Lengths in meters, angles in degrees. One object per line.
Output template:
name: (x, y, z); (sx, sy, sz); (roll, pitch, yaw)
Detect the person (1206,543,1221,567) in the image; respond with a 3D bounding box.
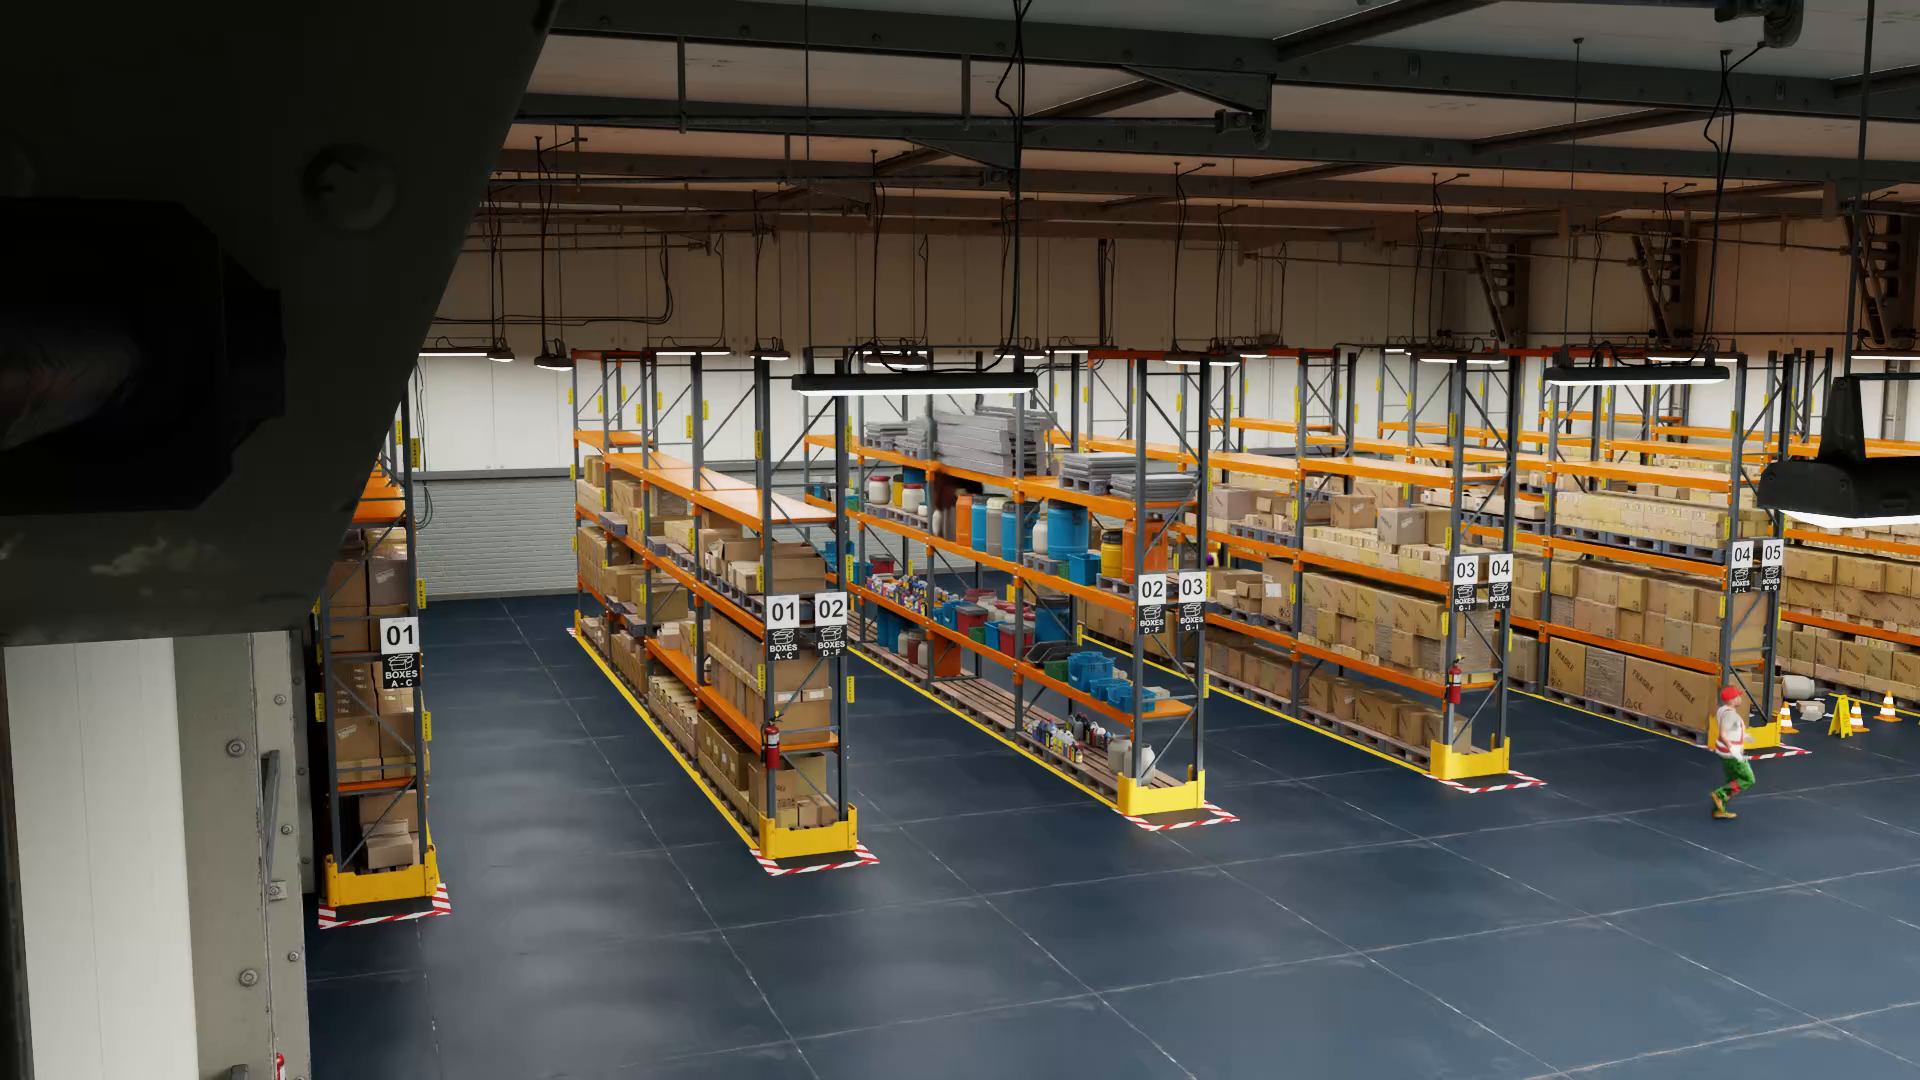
person: (5.678, 0.880, 37.304); (0.709, 1.705, 0.978); (-4, 8, -29)

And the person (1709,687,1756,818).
person: (10.086, 2.775, 21.678); (0.583, 1.738, 0.651); (1, 7, 10)
